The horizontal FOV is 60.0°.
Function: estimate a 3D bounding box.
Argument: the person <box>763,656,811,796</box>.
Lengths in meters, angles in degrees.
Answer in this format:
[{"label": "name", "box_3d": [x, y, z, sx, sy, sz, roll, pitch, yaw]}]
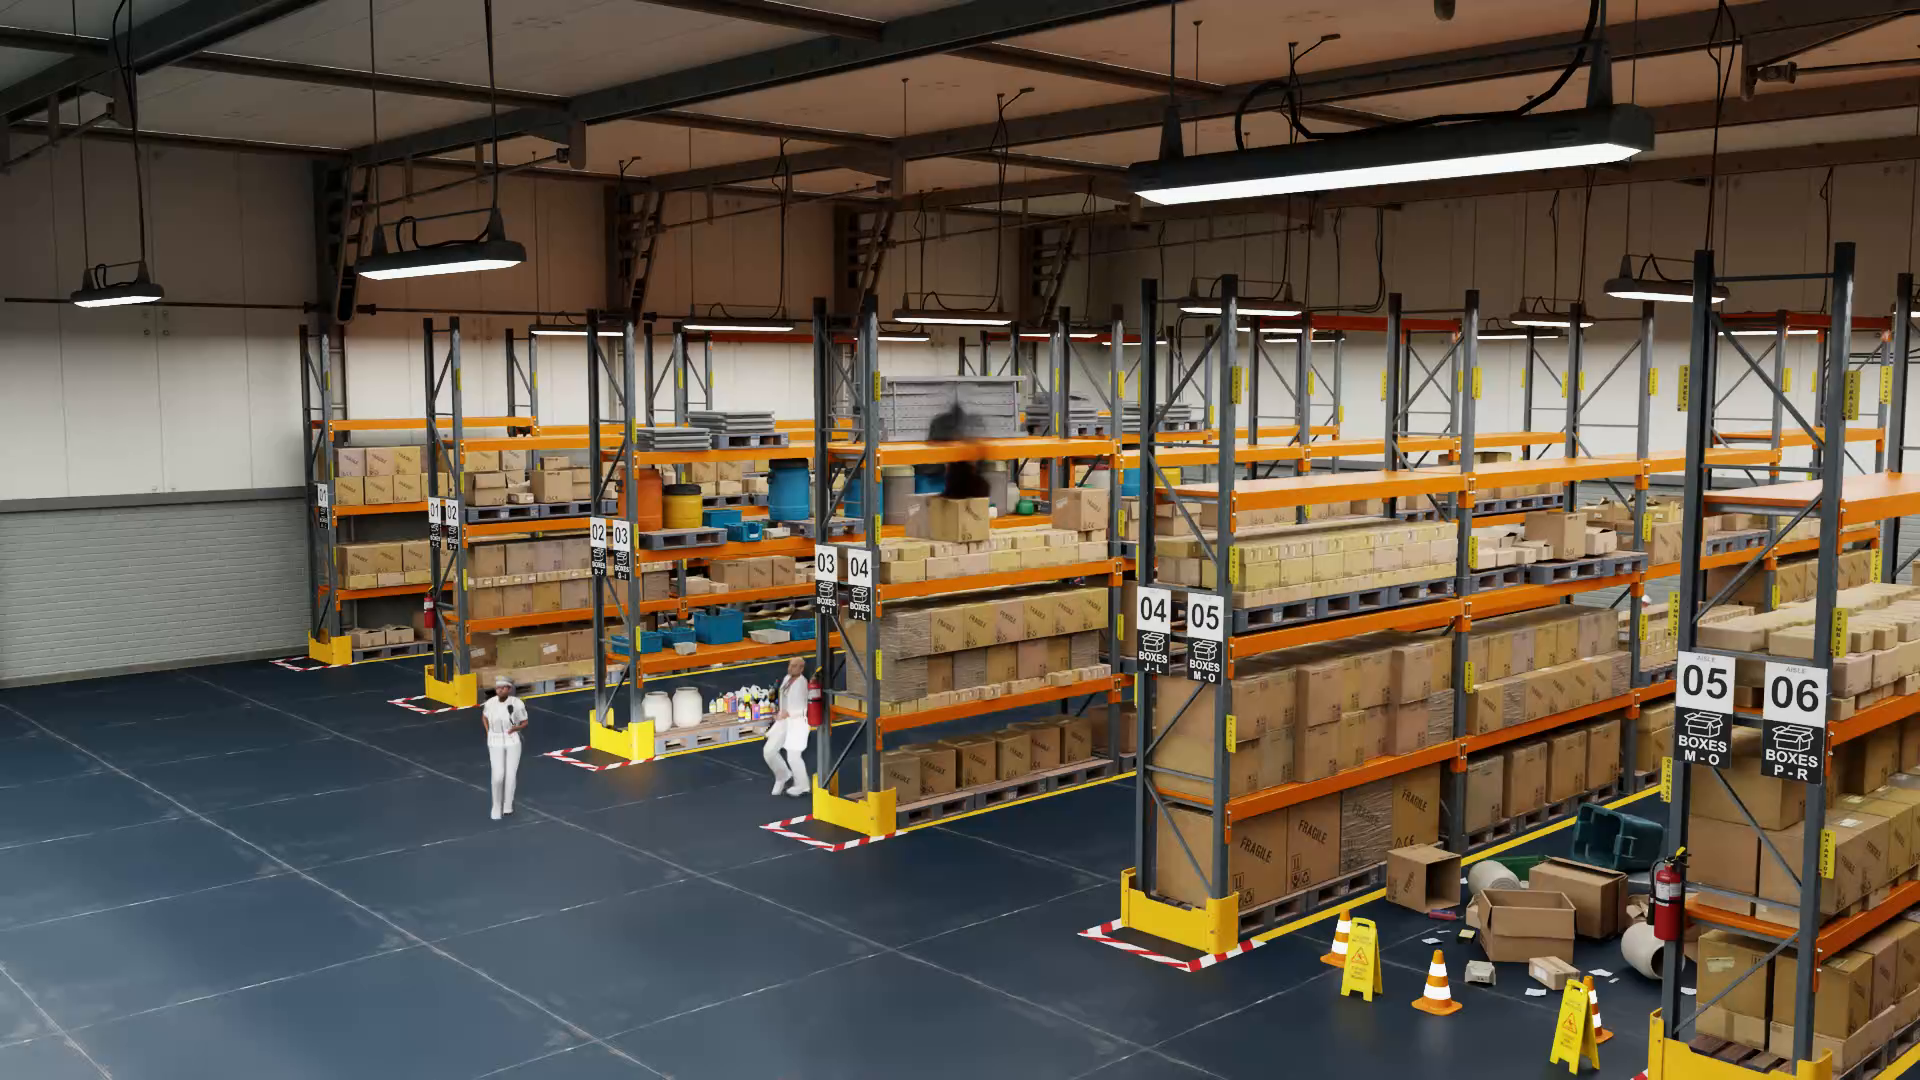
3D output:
[{"label": "person", "box_3d": [-2.034, 2.268, 20.144, 0.666, 1.735, 0.713, 5, 7, 39]}]

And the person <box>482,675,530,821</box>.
[{"label": "person", "box_3d": [-5.252, 2.404, 19.224, 0.549, 1.714, 0.673, -1, 6, -11]}]

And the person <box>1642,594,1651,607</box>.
[{"label": "person", "box_3d": [10.518, 1.702, 25.549, 0.849, 1.748, 0.666, -4, 7, -33]}]

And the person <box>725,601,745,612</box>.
[{"label": "person", "box_3d": [-4.290, 1.199, 31.658, 0.533, 1.557, 0.541, 4, 7, 37]}]
